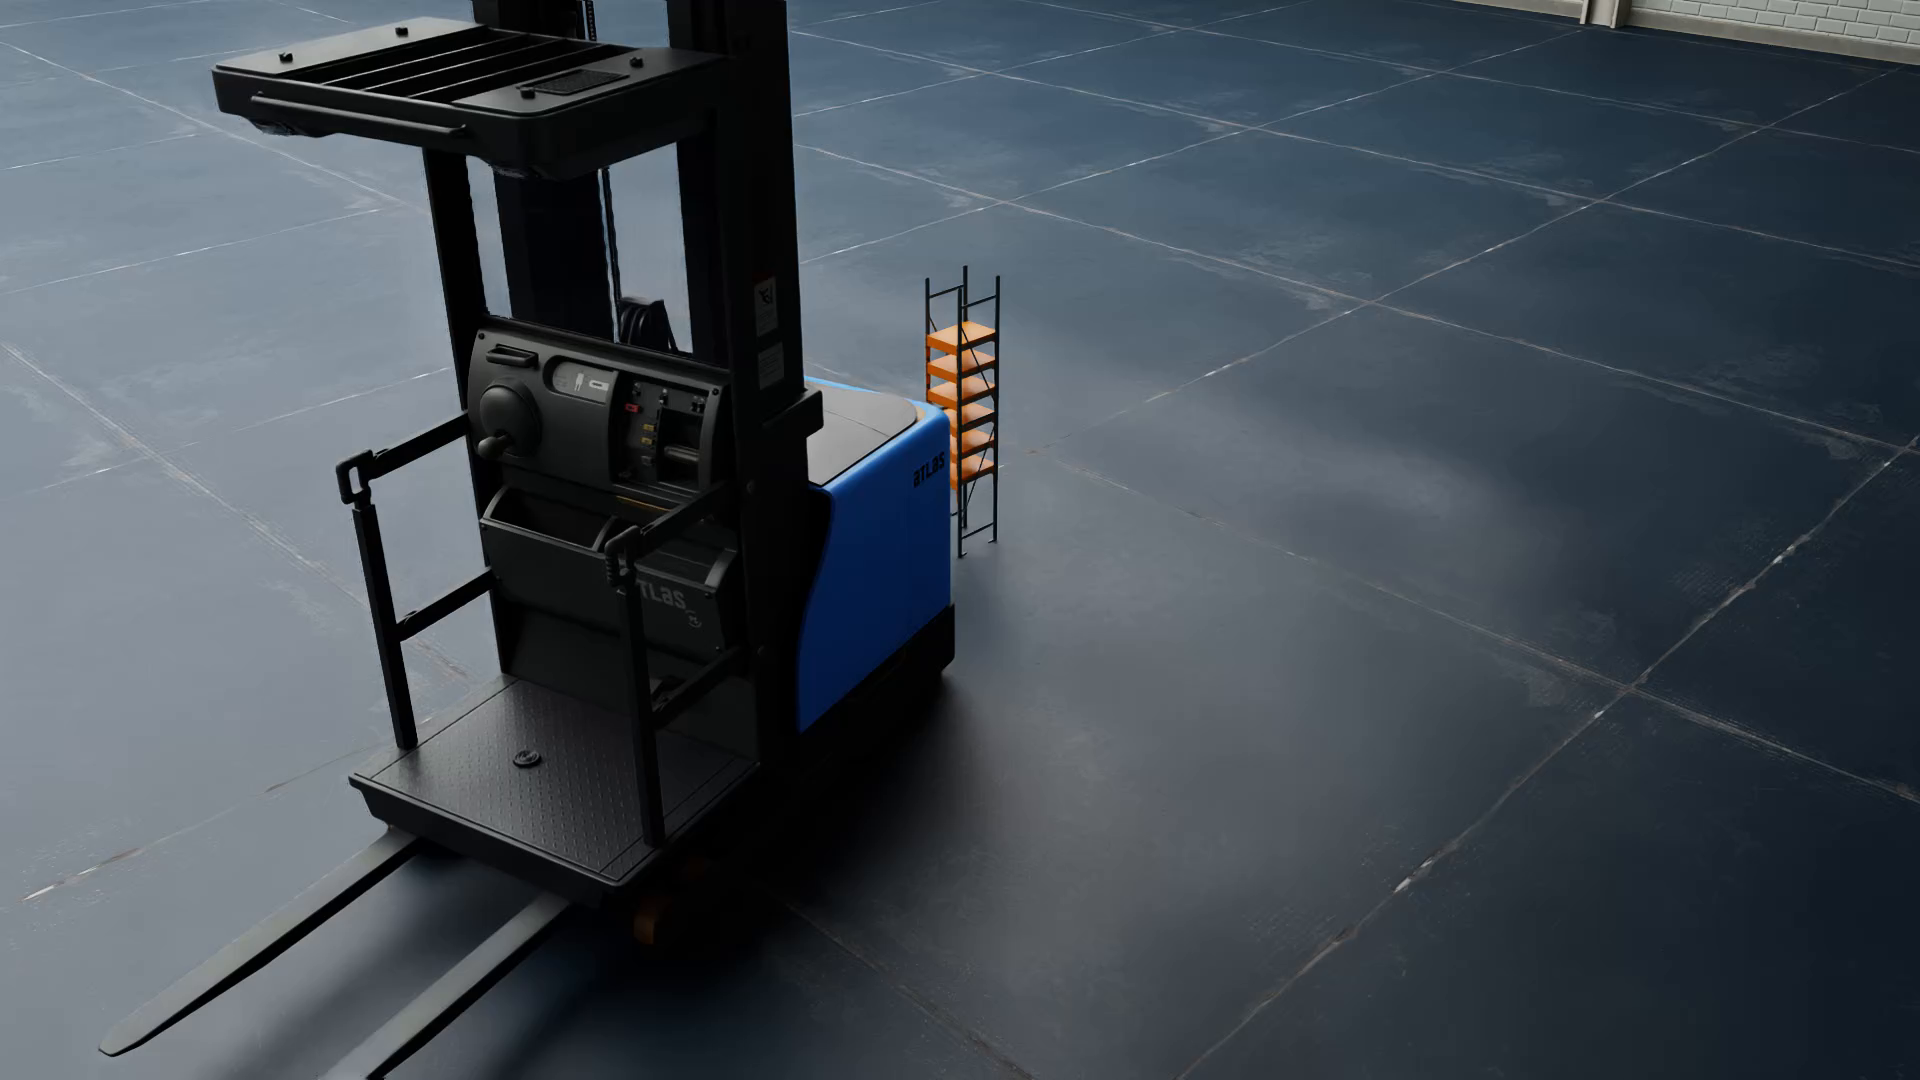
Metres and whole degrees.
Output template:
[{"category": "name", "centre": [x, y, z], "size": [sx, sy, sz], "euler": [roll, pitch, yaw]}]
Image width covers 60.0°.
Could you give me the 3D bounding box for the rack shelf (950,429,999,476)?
[{"category": "rack shelf", "centre": [0.010, -0.381, 7.038], "size": [0.180, 0.103, 0.258], "euler": [25, 36, 38]}]

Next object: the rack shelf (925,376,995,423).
[{"category": "rack shelf", "centre": [0.010, -0.593, 6.927], "size": [0.180, 0.103, 0.258], "euler": [25, 36, 38]}]

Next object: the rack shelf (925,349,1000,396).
[{"category": "rack shelf", "centre": [0.010, -0.699, 6.871], "size": [0.180, 0.103, 0.258], "euler": [25, 36, 38]}]

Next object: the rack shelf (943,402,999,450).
[{"category": "rack shelf", "centre": [0.010, -0.487, 6.982], "size": [0.180, 0.103, 0.258], "euler": [25, 36, 38]}]

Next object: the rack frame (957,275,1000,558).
[{"category": "rack frame", "centre": [0.076, -0.496, 6.905], "size": [0.006, 1.200, 0.240], "euler": [25, 36, 38]}]

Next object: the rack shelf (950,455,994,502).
[{"category": "rack shelf", "centre": [0.010, -0.275, 7.094], "size": [0.180, 0.103, 0.258], "euler": [25, 36, 38]}]

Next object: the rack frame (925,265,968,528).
[{"category": "rack frame", "centre": [-0.055, -0.556, 7.019], "size": [0.006, 1.200, 0.240], "euler": [25, 36, 38]}]

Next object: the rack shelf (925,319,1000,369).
[{"category": "rack shelf", "centre": [0.010, -0.806, 6.815], "size": [0.180, 0.103, 0.258], "euler": [25, 36, 38]}]

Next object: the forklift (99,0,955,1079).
[{"category": "forklift", "centre": [-1.184, -0.327, 4.723], "size": [1.130, 2.935, 3.031], "euler": [15, 31, 26]}]

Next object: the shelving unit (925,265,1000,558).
[{"category": "shelving unit", "centre": [0.010, -0.526, 6.962], "size": [0.189, 1.200, 0.258], "euler": [25, 36, 38]}]

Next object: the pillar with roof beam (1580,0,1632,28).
[{"category": "pillar with roof beam", "centre": [3.834, -8.049, 12.889], "size": [0.400, 9.000, 9.100], "euler": [25, 36, 38]}]
